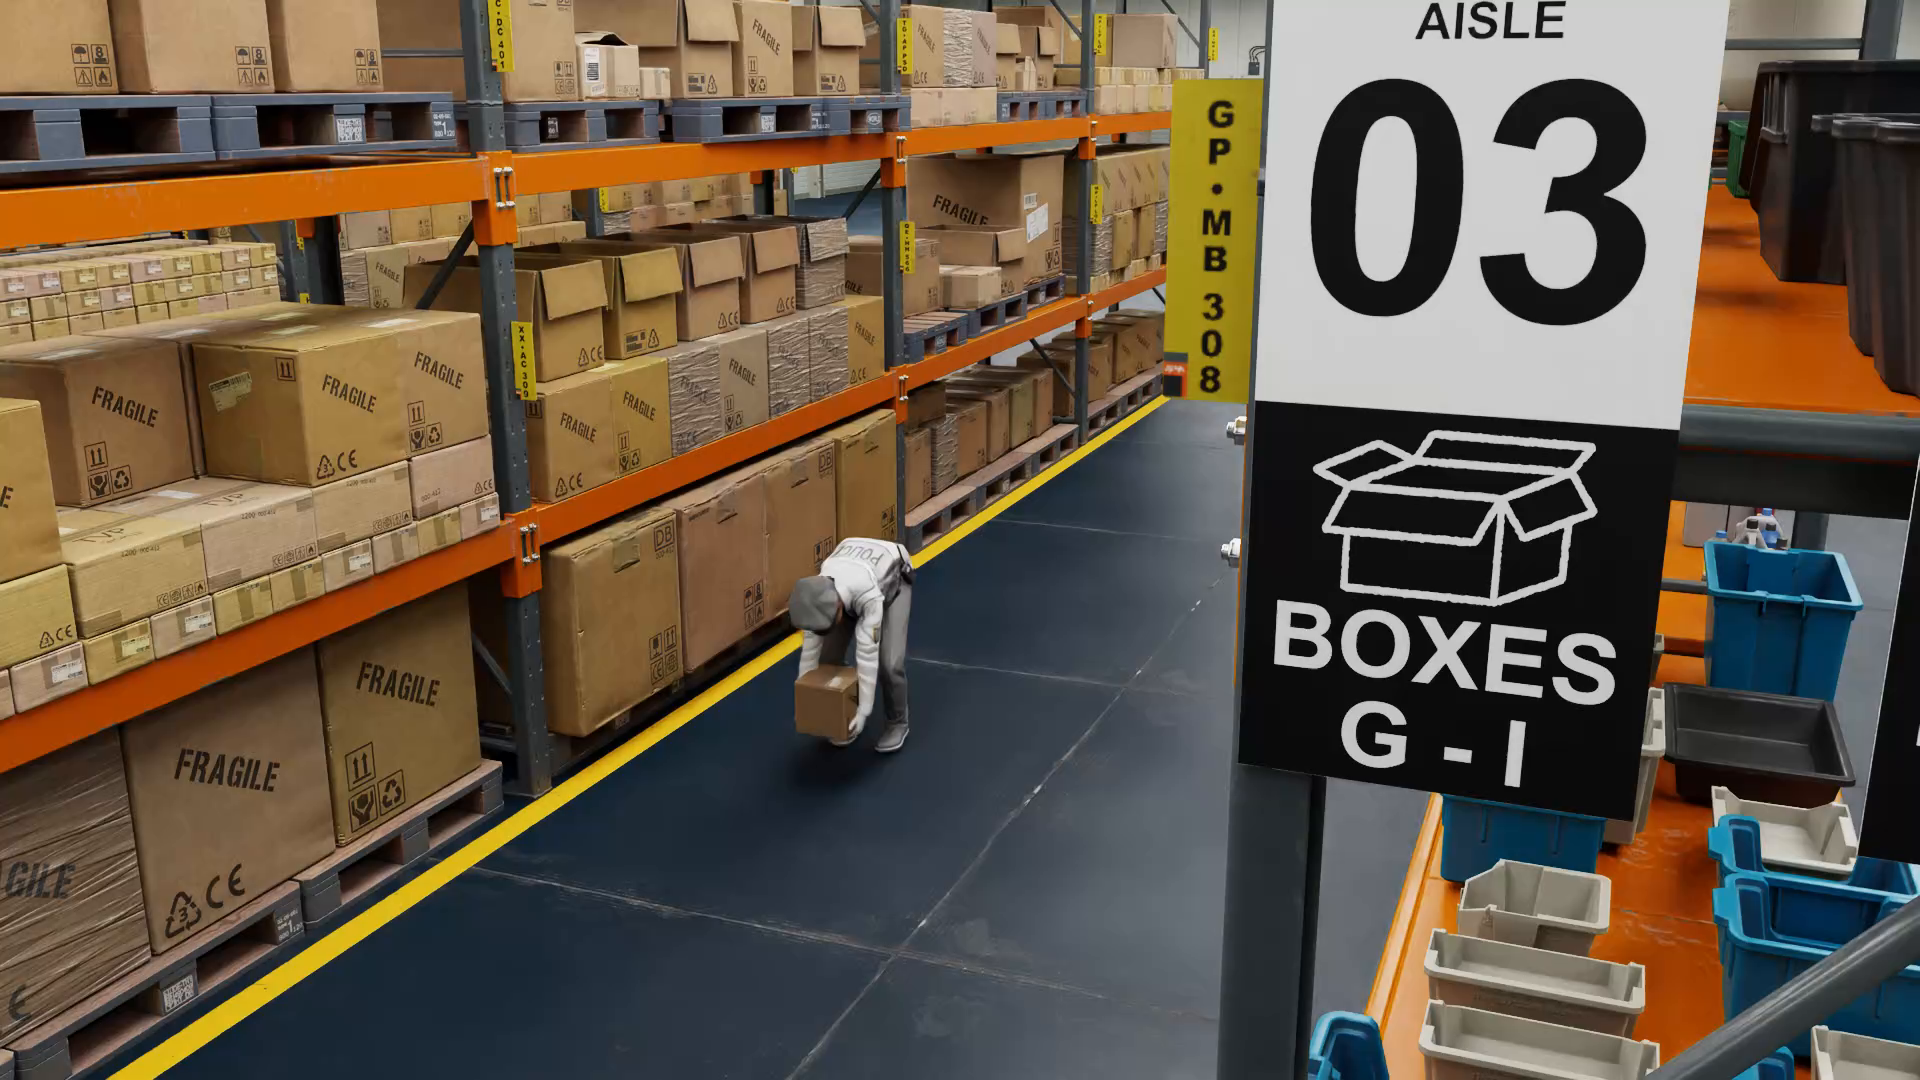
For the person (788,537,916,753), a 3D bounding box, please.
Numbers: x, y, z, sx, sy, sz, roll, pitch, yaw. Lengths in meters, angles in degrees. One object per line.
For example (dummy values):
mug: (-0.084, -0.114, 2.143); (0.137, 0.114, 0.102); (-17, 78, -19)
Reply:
person: (-0.512, 0.545, 7.784); (0.428, 1.013, 0.921); (6, 17, 20)
